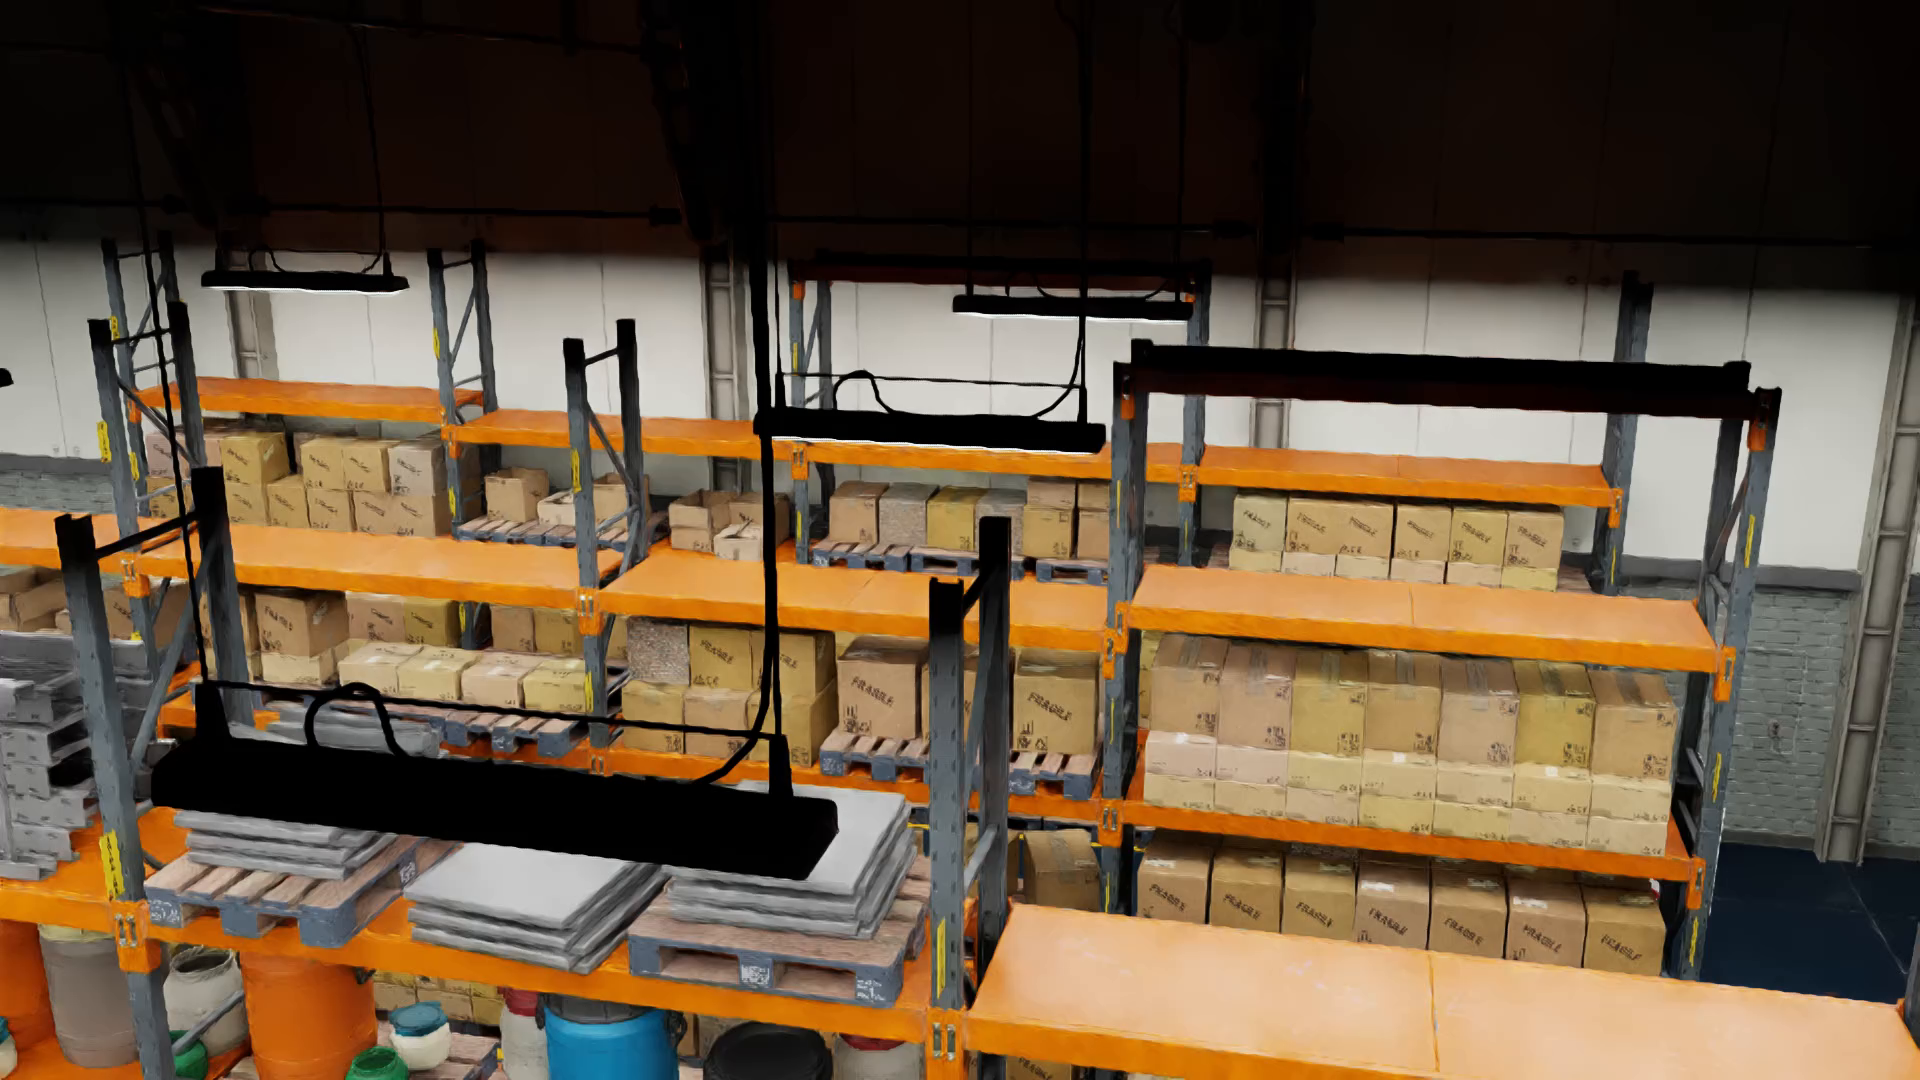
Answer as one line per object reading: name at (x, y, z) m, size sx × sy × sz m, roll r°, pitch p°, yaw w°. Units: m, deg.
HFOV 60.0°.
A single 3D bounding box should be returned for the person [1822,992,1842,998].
person at (6.119, 3.972, 11.784) m, size 0.683 × 1.662 × 0.564 m, roll 15°, pitch 22°, yaw 42°
